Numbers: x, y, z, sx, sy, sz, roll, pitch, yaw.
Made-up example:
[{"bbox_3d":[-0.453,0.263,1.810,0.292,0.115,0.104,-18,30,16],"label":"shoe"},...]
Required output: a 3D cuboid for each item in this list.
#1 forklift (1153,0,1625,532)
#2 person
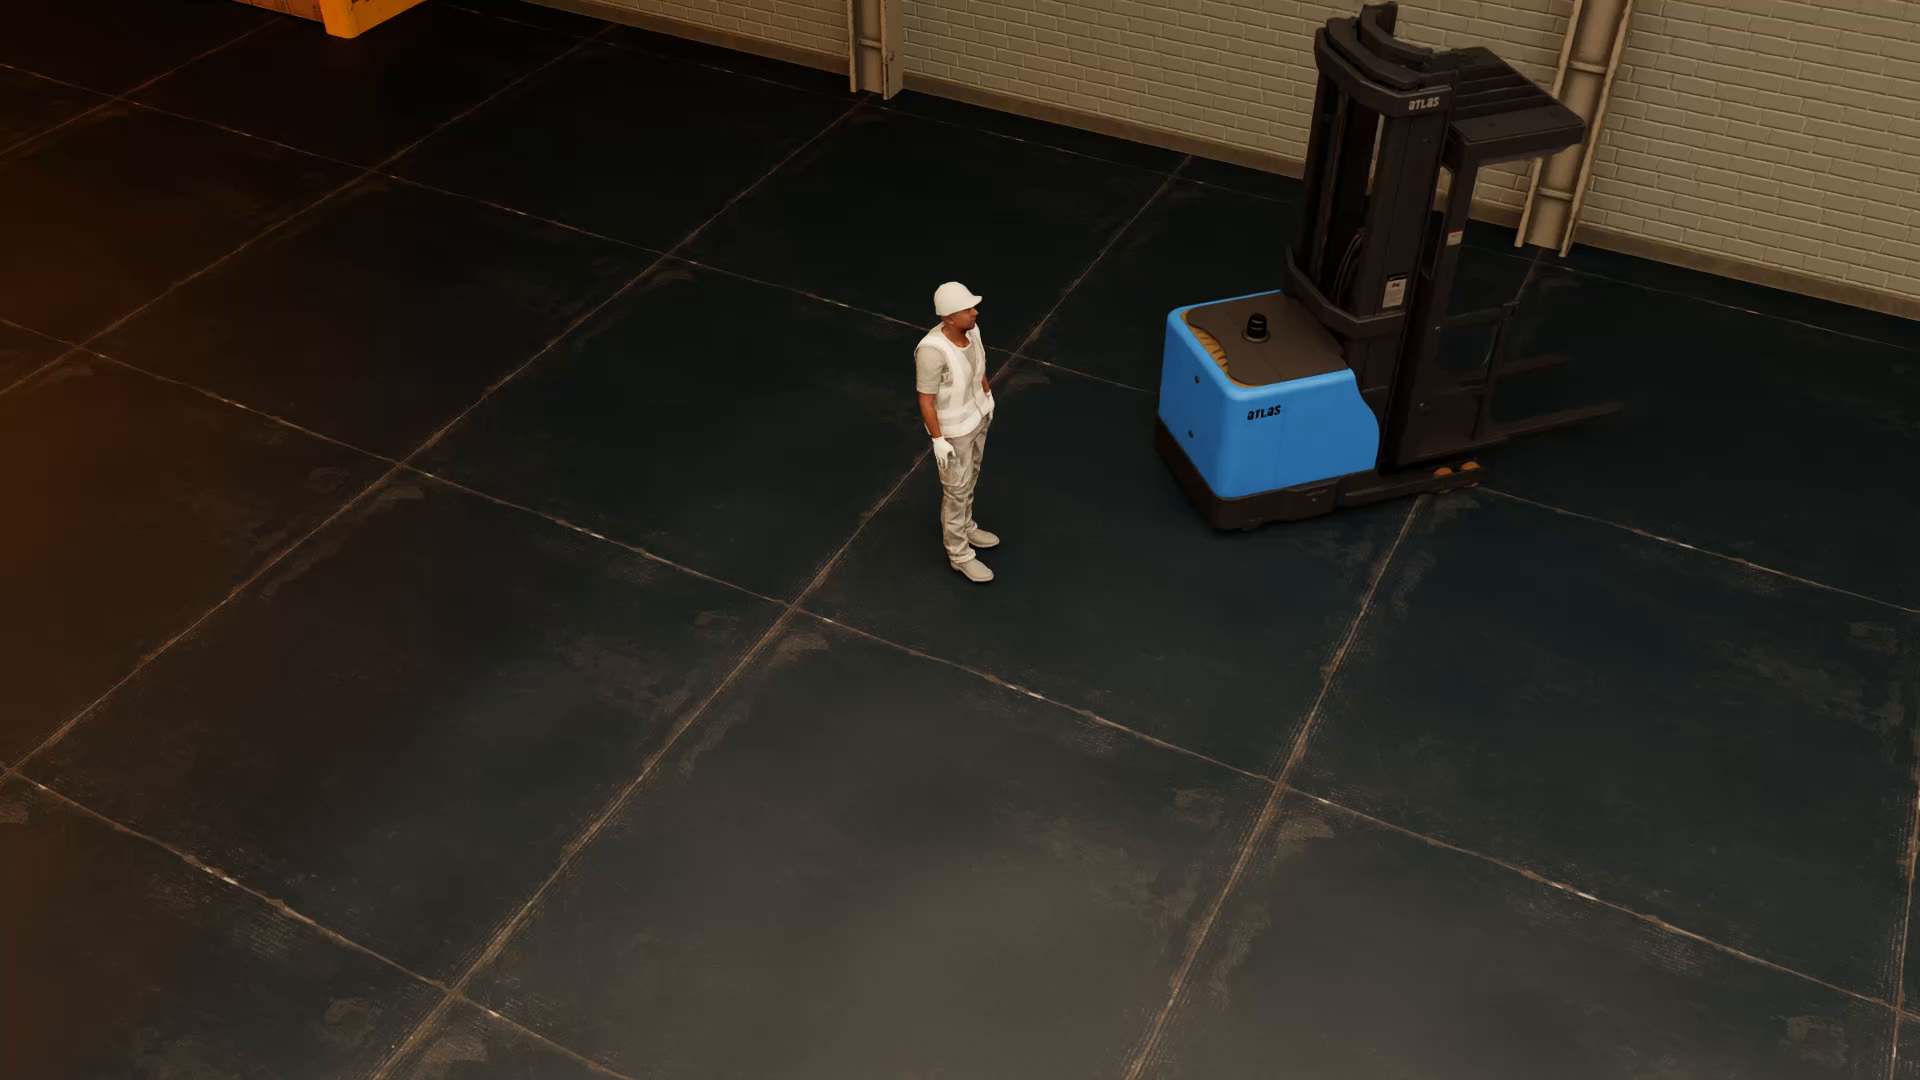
[{"bbox_3d":[2.842,-1.731,10.042,3.031,2.935,1.130,-12,42,-14],"label":"forklift"},{"bbox_3d":[0.061,-0.661,9.652,0.574,1.786,0.656,18,43,21],"label":"person"}]
